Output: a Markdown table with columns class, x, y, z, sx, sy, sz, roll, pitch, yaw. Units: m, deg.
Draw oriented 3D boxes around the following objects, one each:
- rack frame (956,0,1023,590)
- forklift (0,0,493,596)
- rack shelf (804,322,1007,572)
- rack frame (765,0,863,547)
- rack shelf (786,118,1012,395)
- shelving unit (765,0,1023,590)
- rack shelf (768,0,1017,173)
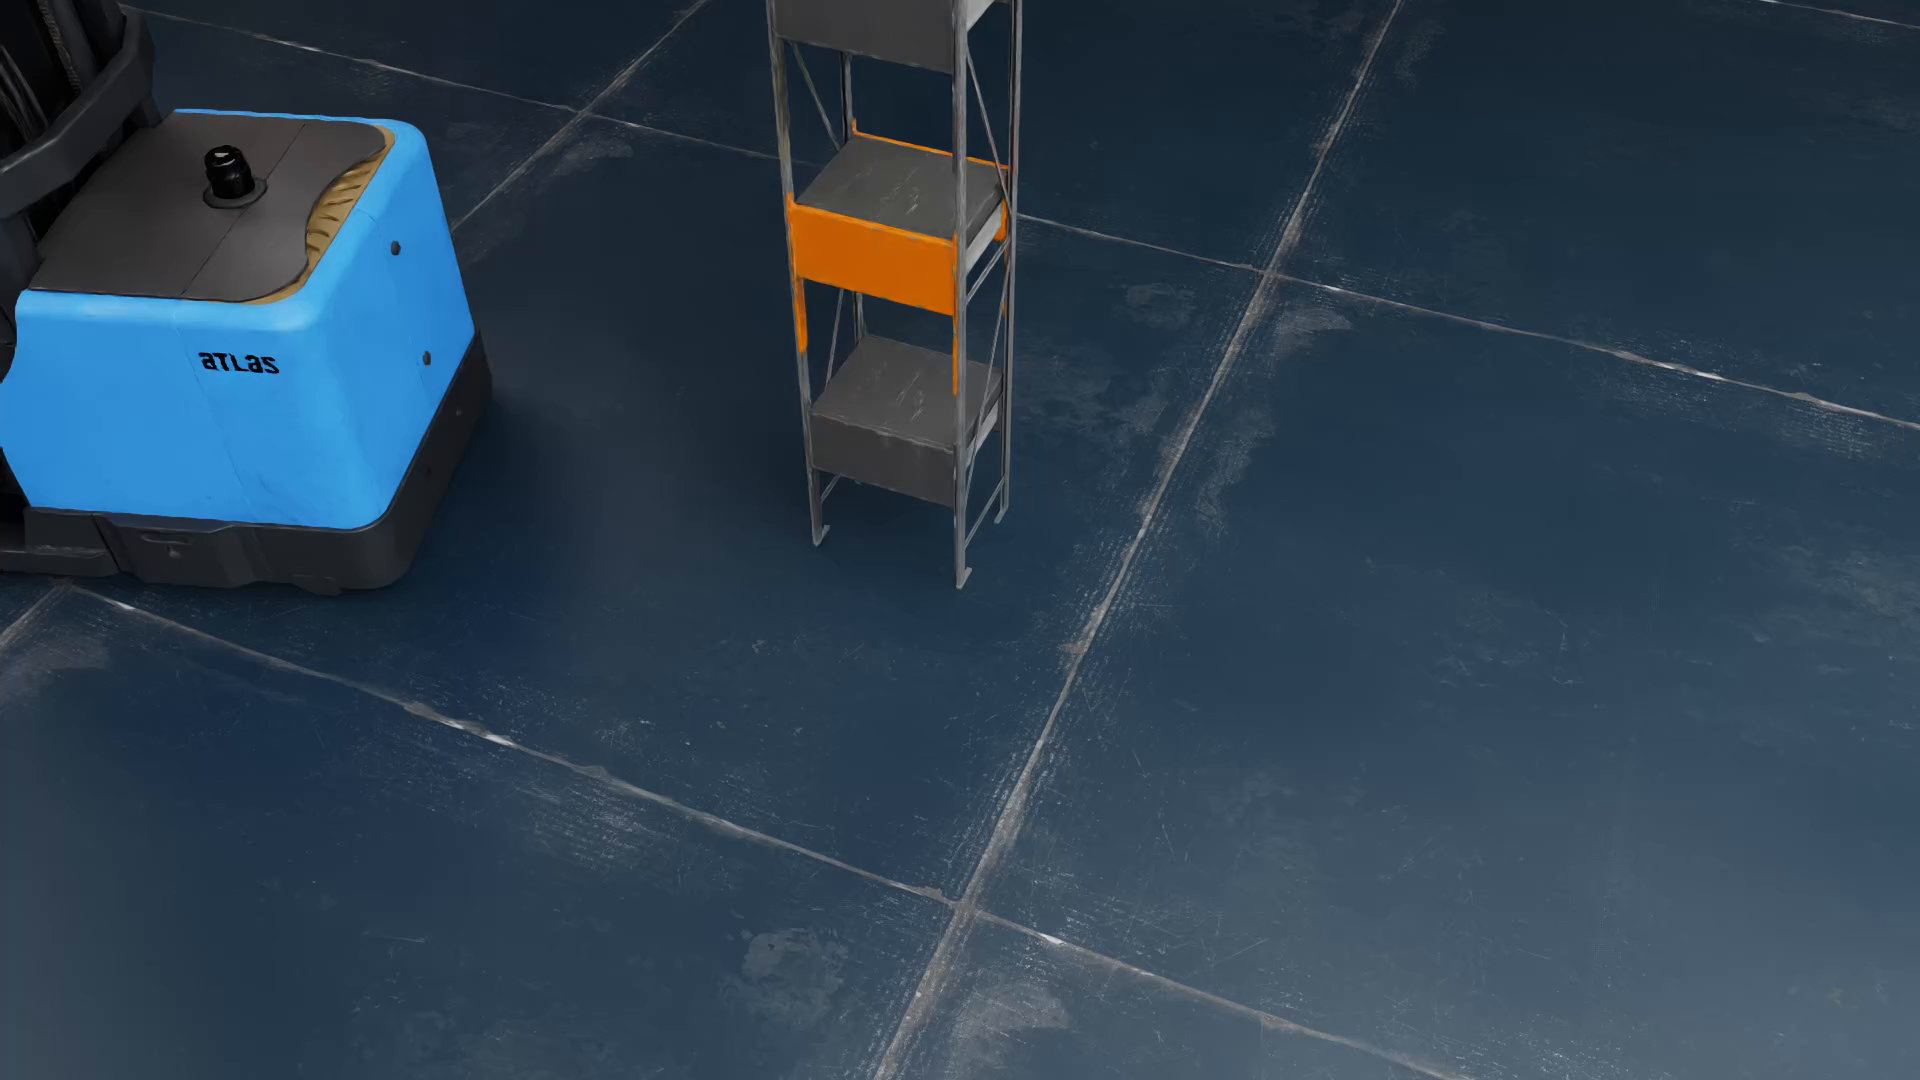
| class | x | y | z | sx | sy | sz | roll | pitch | yaw |
| --- | --- | --- | --- | --- | --- | --- | --- | --- | --- |
| rack frame | 0.072 | -0.723 | 4.488 | 0.015 | 2.100 | 0.400 | 16 | 47 | 16 |
| forklift | -3.141 | -1.308 | 4.486 | 3.031 | 2.935 | 1.130 | 4 | 45 | 4 |
| rack shelf | -0.153 | -0.283 | 5.058 | 0.480 | 0.518 | 0.431 | 16 | 47 | 16 |
| rack frame | -0.378 | -0.856 | 4.621 | 0.015 | 2.100 | 0.400 | 16 | 47 | 16 |
| rack shelf | -0.153 | -0.780 | 4.564 | 0.480 | 0.518 | 0.431 | 16 | 47 | 16 |
| shelving unit | -0.153 | -0.789 | 4.555 | 0.503 | 2.100 | 0.431 | 16 | 47 | 16 |
| rack shelf | -0.153 | -1.276 | 4.070 | 0.480 | 0.518 | 0.431 | 16 | 47 | 16 |
